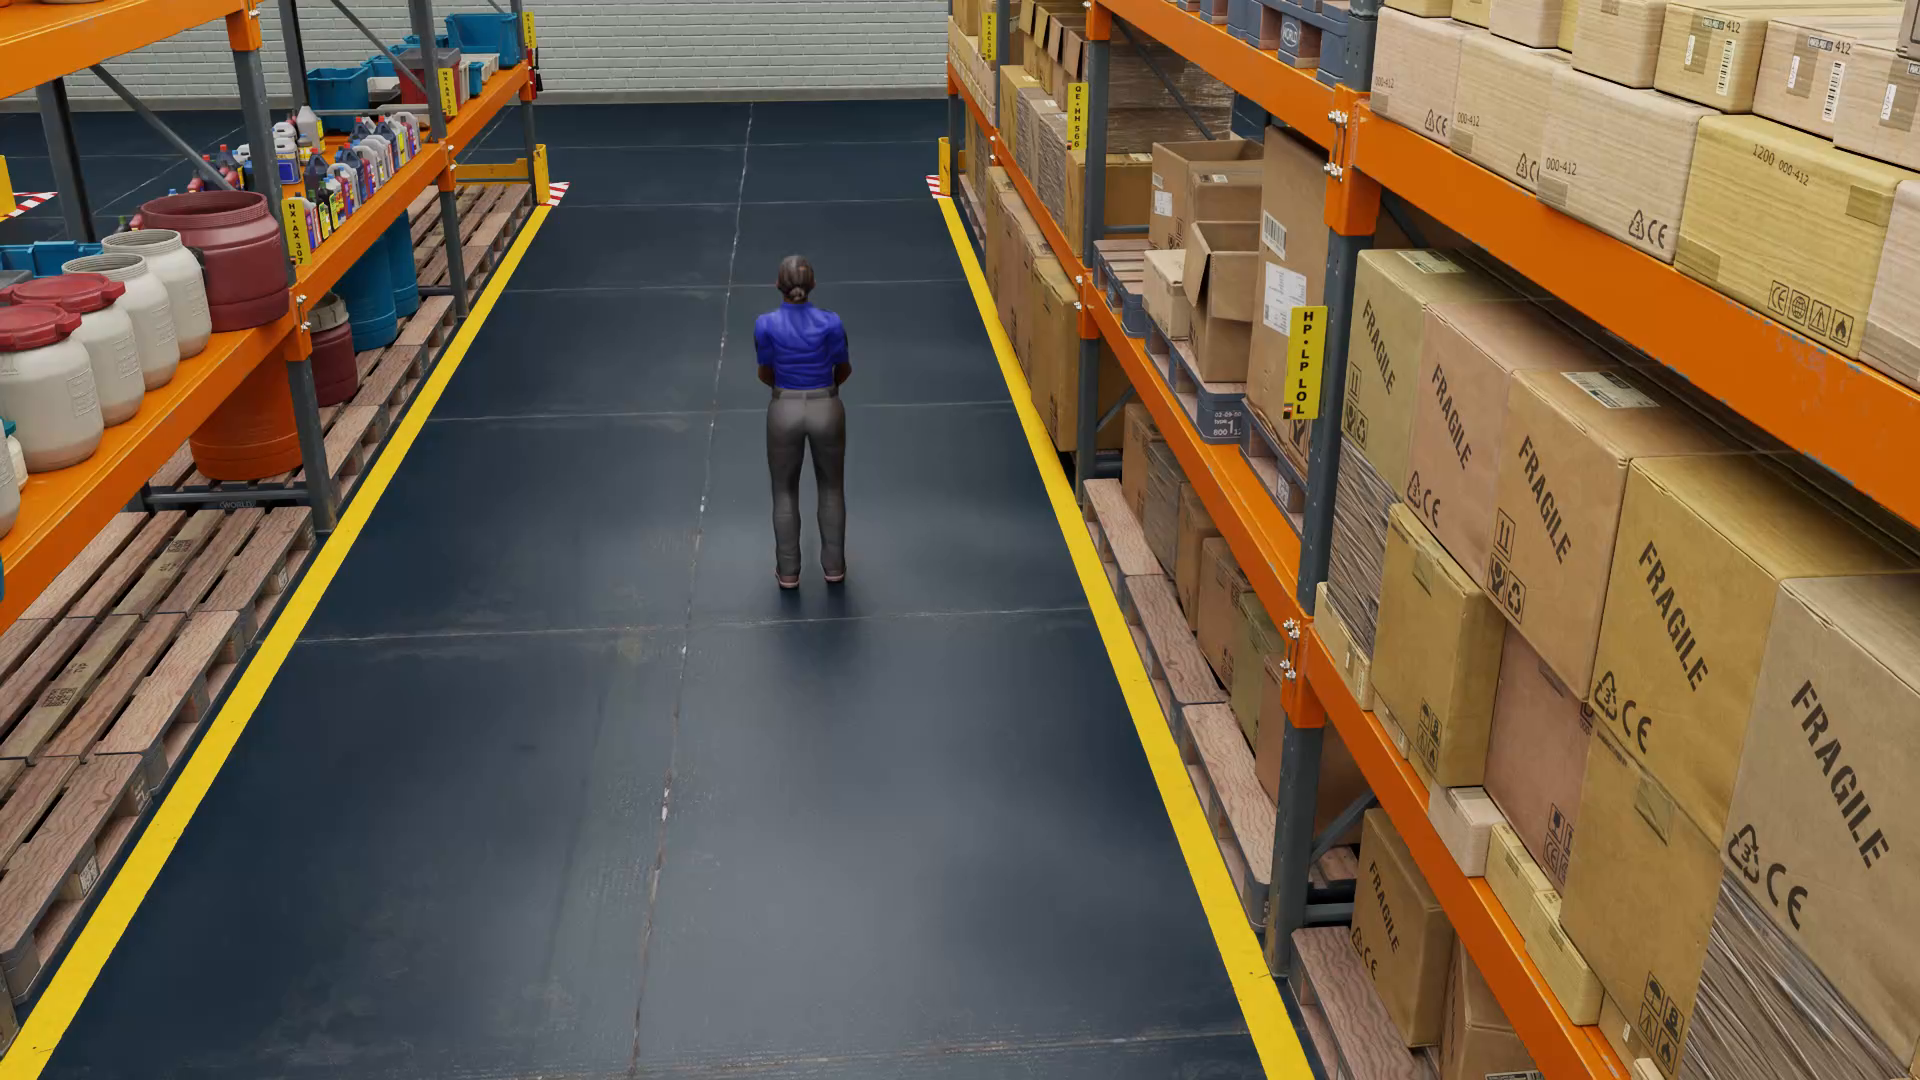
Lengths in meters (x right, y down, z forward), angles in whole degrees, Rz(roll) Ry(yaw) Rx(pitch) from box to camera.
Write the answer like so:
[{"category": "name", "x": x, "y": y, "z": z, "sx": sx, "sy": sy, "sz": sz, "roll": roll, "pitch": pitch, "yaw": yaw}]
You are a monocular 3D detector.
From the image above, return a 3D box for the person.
[{"category": "person", "x": -0.735, "y": -0.621, "z": 7.933, "sx": 0.451, "sy": 1.577, "sz": 0.520, "roll": -2, "pitch": 24, "yaw": -4}]
